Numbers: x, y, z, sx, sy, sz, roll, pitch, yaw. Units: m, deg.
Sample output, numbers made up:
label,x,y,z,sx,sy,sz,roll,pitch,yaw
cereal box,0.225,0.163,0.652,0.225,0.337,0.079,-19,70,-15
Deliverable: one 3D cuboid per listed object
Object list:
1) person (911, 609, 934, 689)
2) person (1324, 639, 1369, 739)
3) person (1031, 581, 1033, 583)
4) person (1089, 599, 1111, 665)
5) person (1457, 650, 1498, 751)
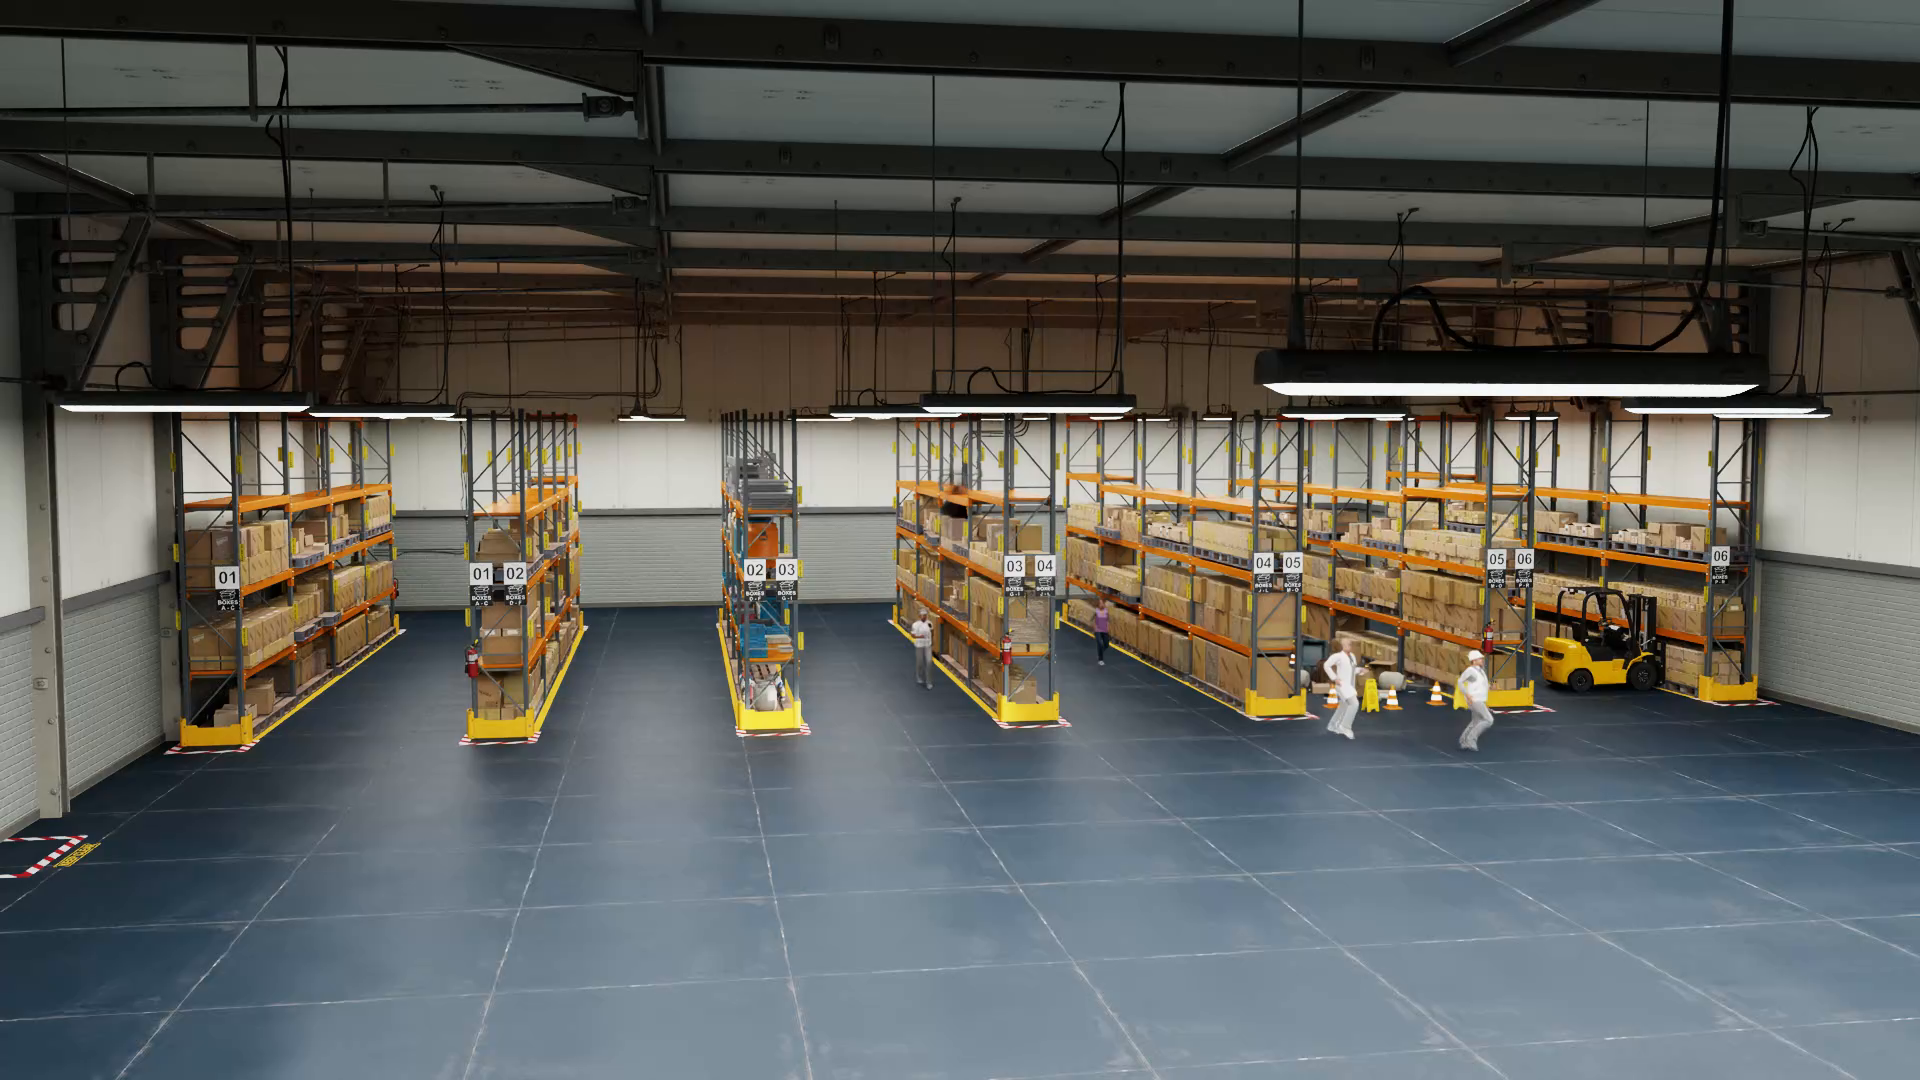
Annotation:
label,x,y,z,sx,sy,sz,roll,pitch,yaw
person,-0.807,2.354,36.222,0.564,1.754,0.794,-1,4,-12
person,7.069,2.721,30.424,0.786,1.812,0.696,4,5,41
person,1.900,1.493,48.808,0.806,1.666,0.576,2,5,31
person,3.343,2.185,39.621,0.534,1.547,0.566,-1,4,-11
person,9.072,2.811,29.089,0.670,1.750,0.637,3,5,33
